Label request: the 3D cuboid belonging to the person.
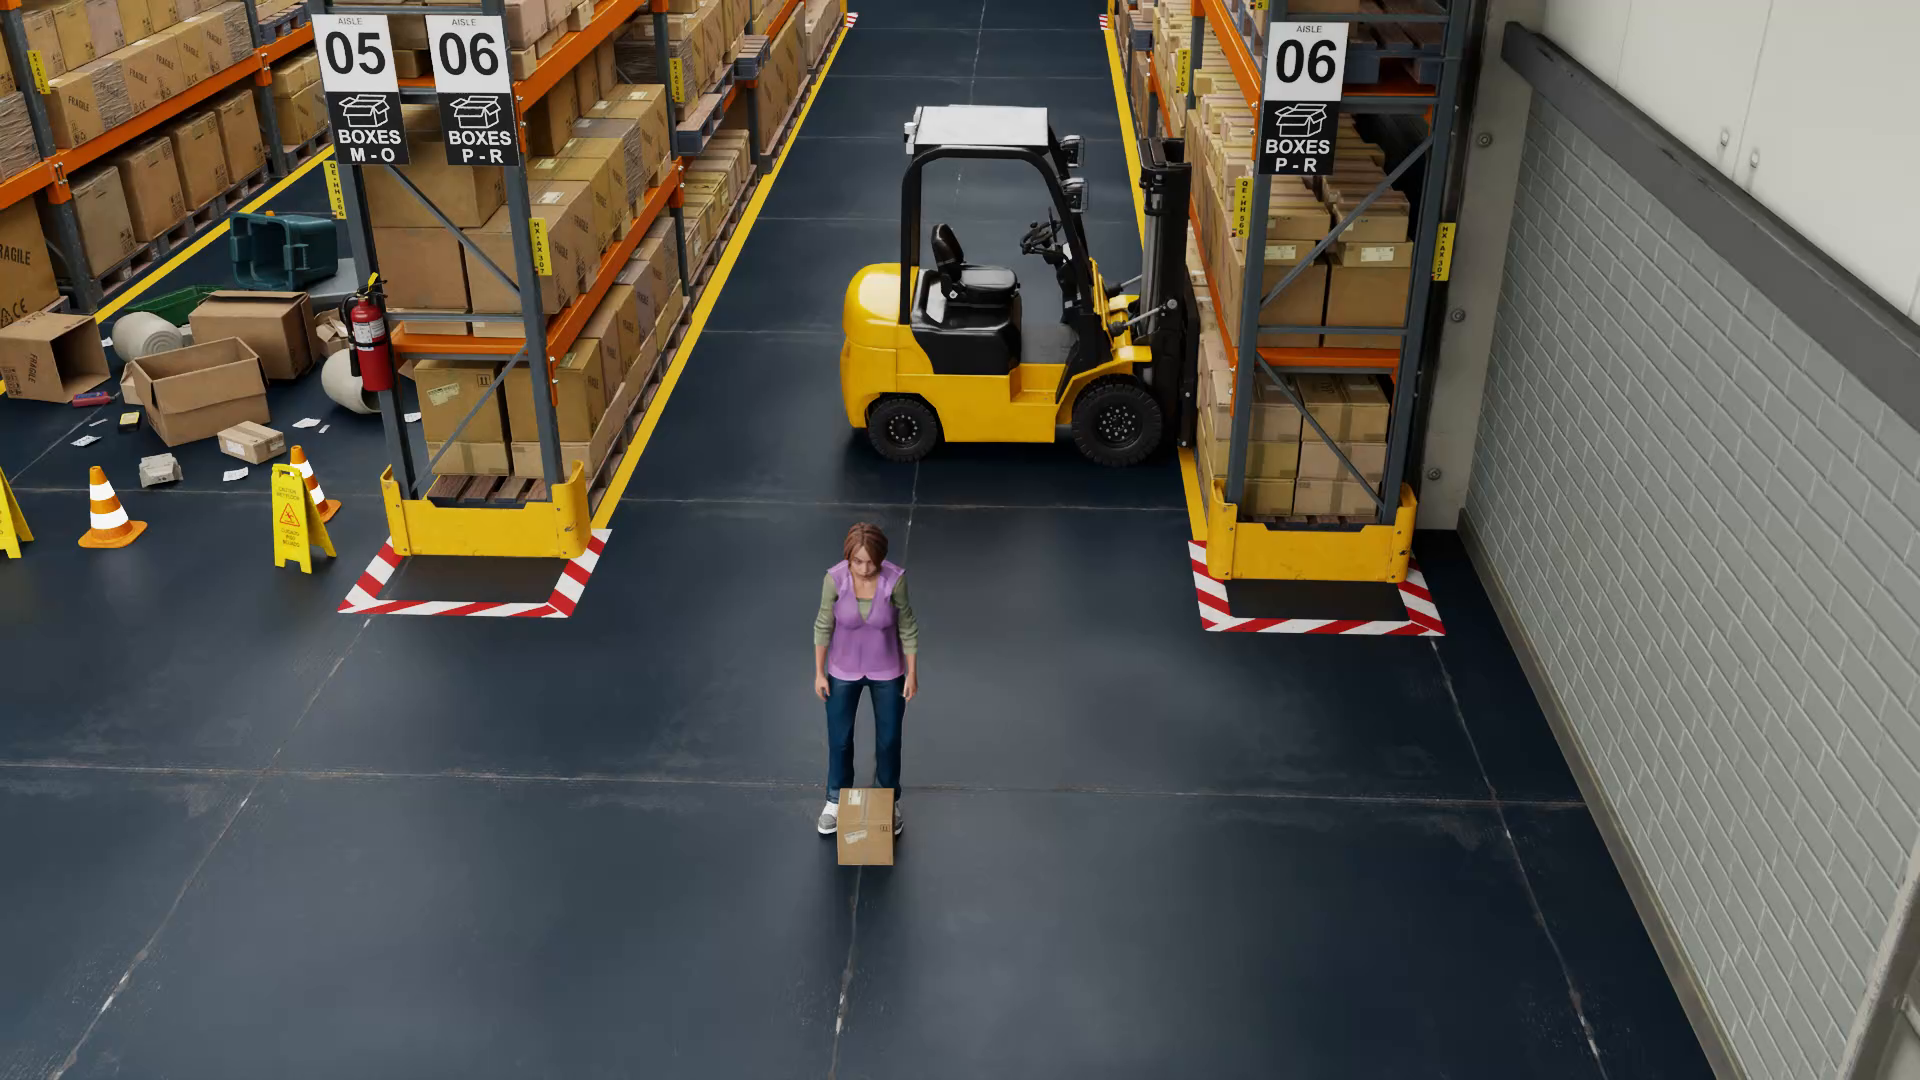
[{"bbox_3d":[-0.427,0.610,7.503,0.474,1.593,0.345,0,28,0],"label":"person"}]
